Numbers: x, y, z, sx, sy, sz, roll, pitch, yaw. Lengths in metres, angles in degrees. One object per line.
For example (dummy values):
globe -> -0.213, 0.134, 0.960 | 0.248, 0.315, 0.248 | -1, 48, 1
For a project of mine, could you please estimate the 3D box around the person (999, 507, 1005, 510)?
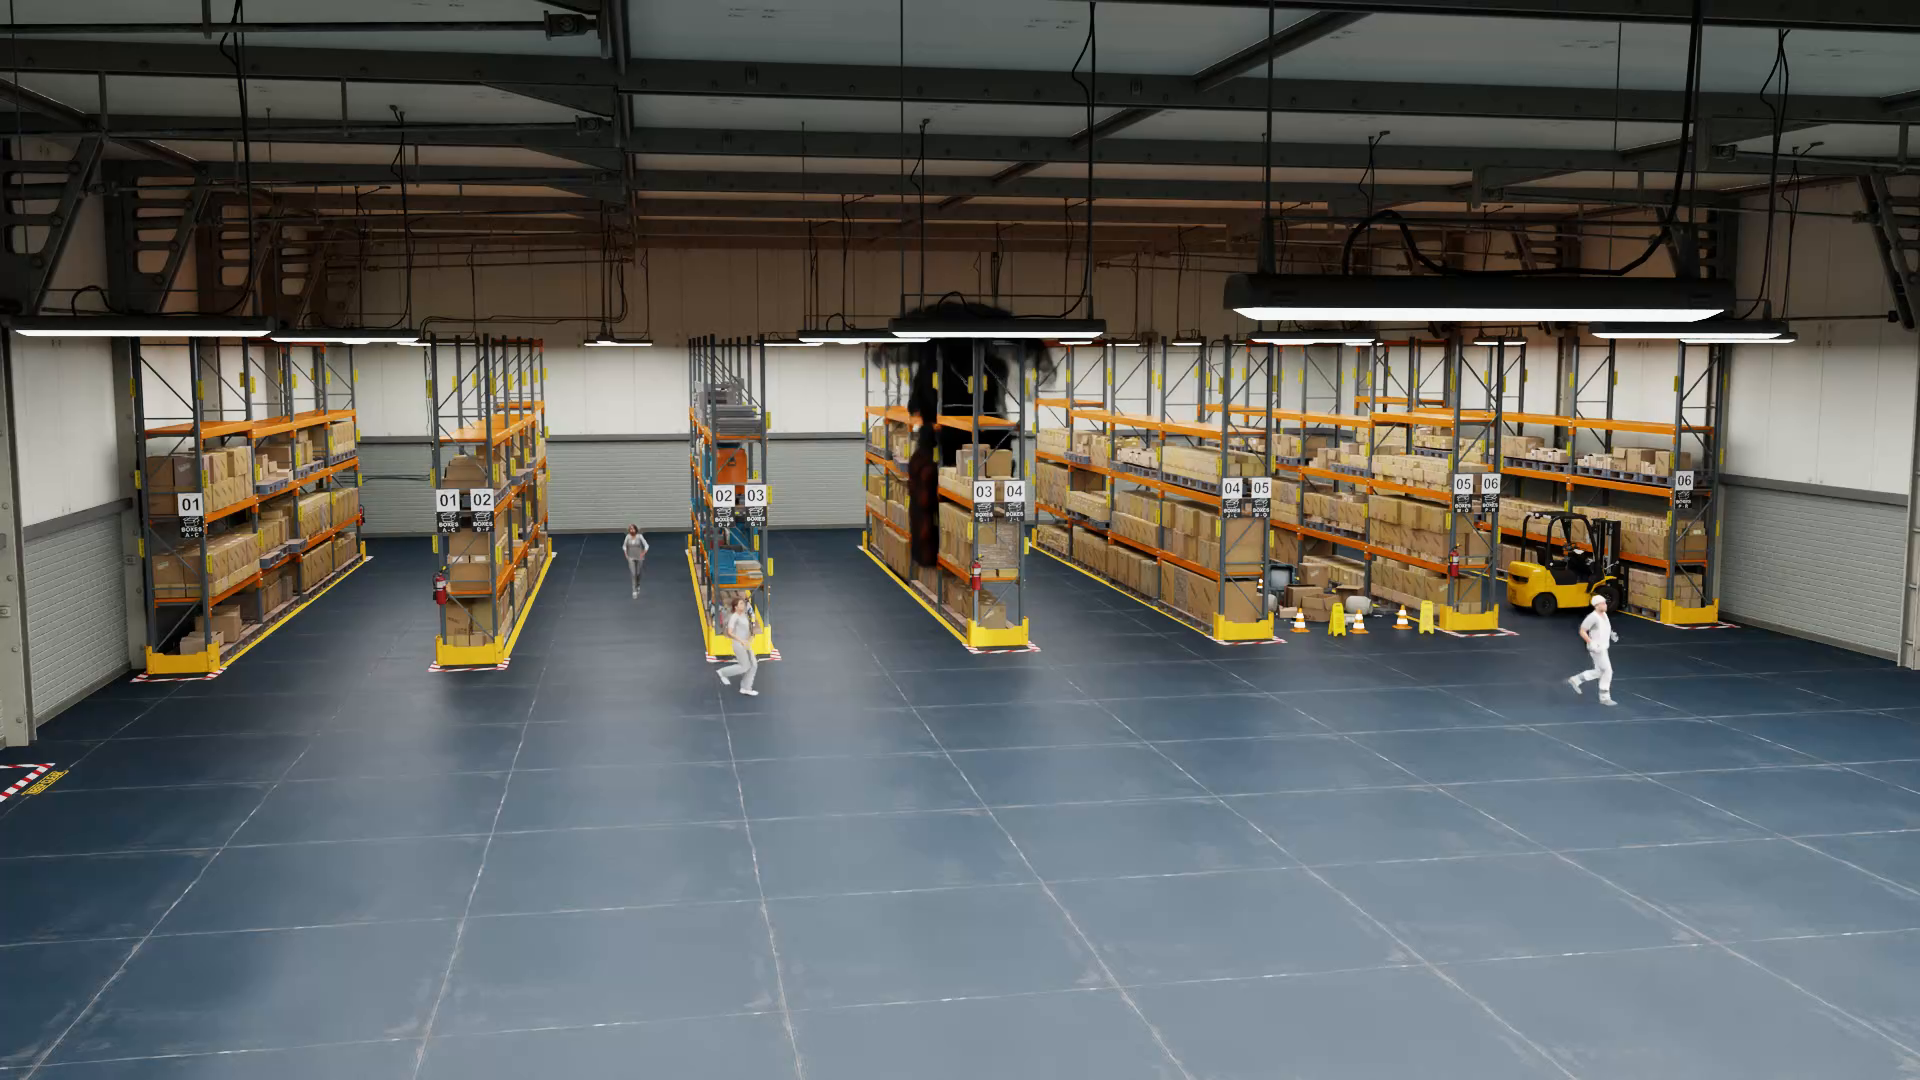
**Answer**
person -> 1.274, -0.707, 49.386 | 0.616, 1.574, 0.758 | -6, 9, -43

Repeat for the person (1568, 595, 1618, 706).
person -> 10.292, 1.770, 26.940 | 0.816, 1.779, 0.646 | 5, 8, 39

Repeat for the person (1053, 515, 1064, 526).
person -> 2.996, -0.844, 49.757 | 0.680, 1.800, 0.639 | -2, 7, -18

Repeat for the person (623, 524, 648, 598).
person -> -7.178, 0.448, 36.807 | 0.555, 1.624, 0.589 | 0, 7, -4

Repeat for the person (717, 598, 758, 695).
person -> -3.694, 1.761, 27.704 | 0.684, 1.627, 0.580 | 2, 7, 16
